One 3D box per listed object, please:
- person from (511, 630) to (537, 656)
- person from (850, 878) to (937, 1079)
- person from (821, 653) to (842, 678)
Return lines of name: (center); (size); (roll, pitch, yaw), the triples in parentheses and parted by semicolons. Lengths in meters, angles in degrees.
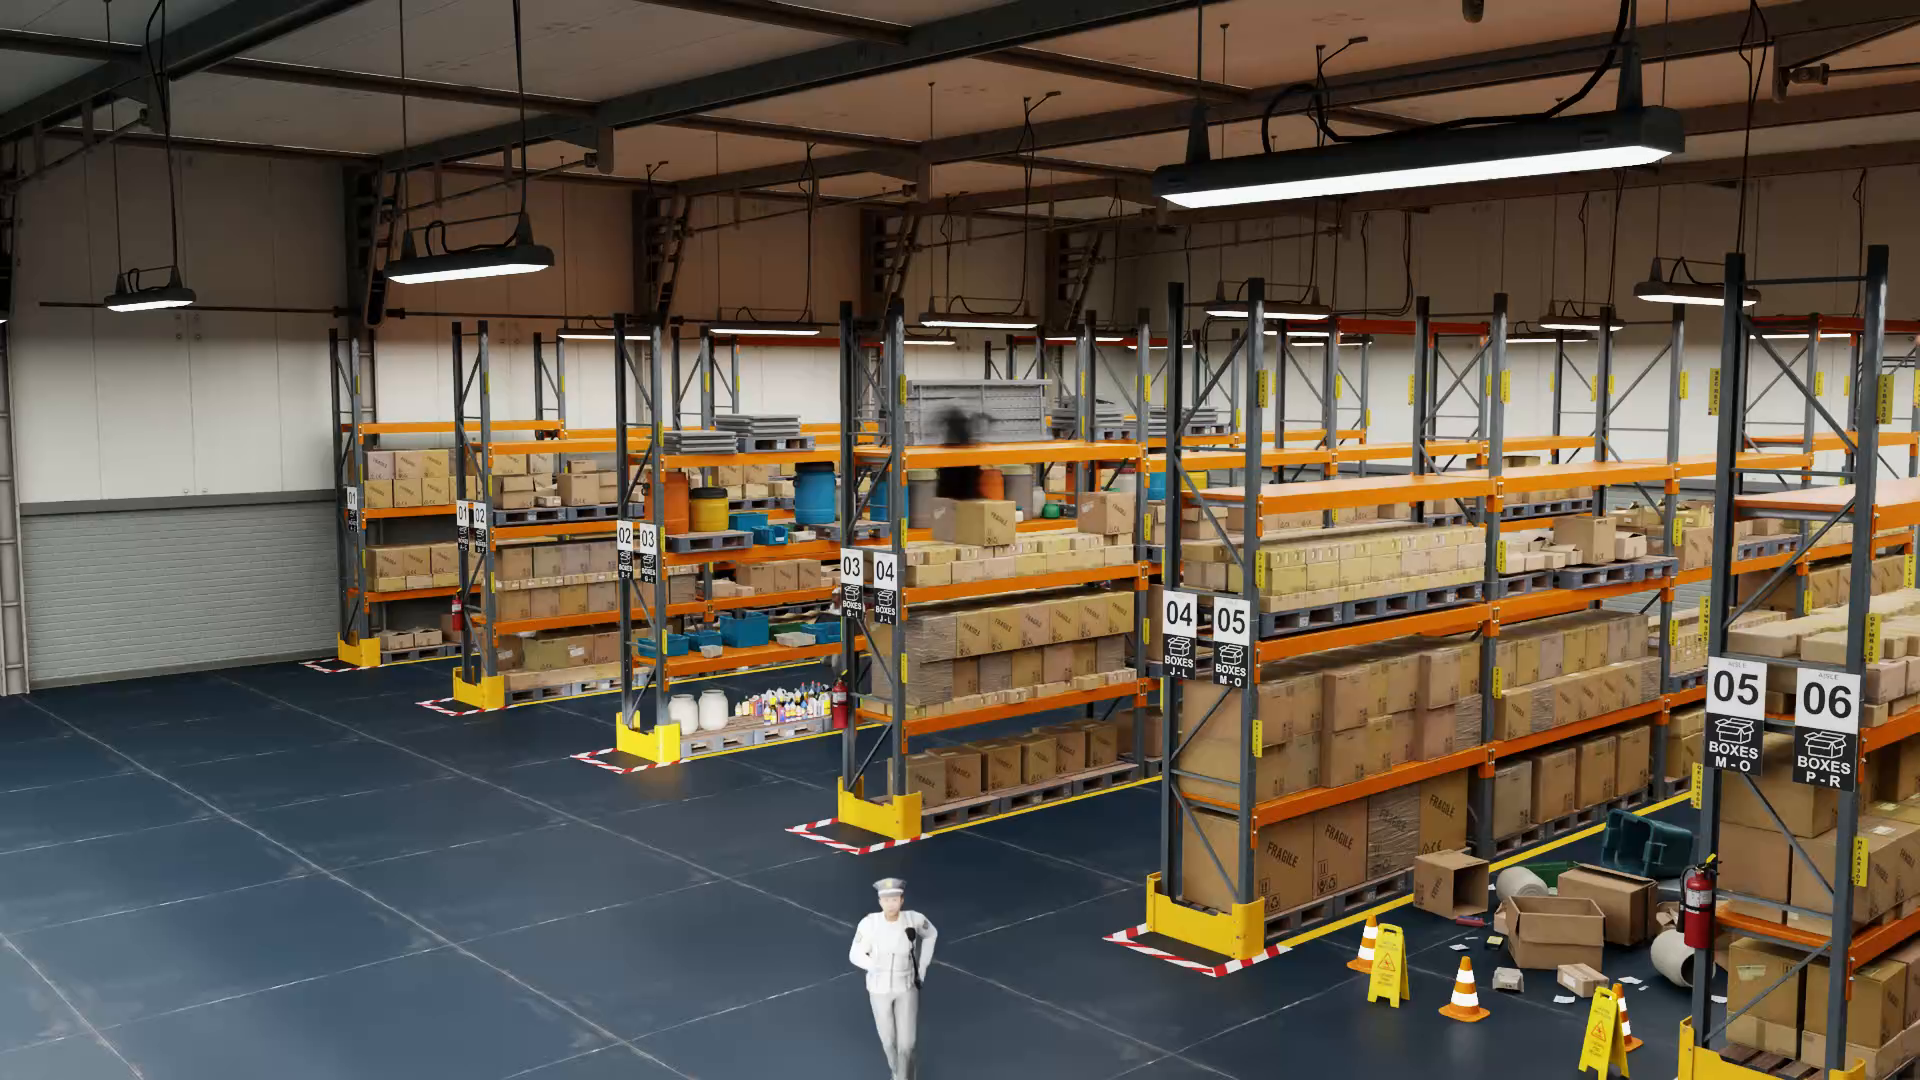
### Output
person: (-7.555, 1.545, 28.911); (0.722, 1.542, 0.628); (5, 7, 39)
person: (-0.472, 3.185, 11.720); (0.592, 1.706, 0.752); (0, 6, 4)
person: (-1.993, 1.984, 27.195); (0.506, 0.871, 0.386); (-5, 8, -42)
